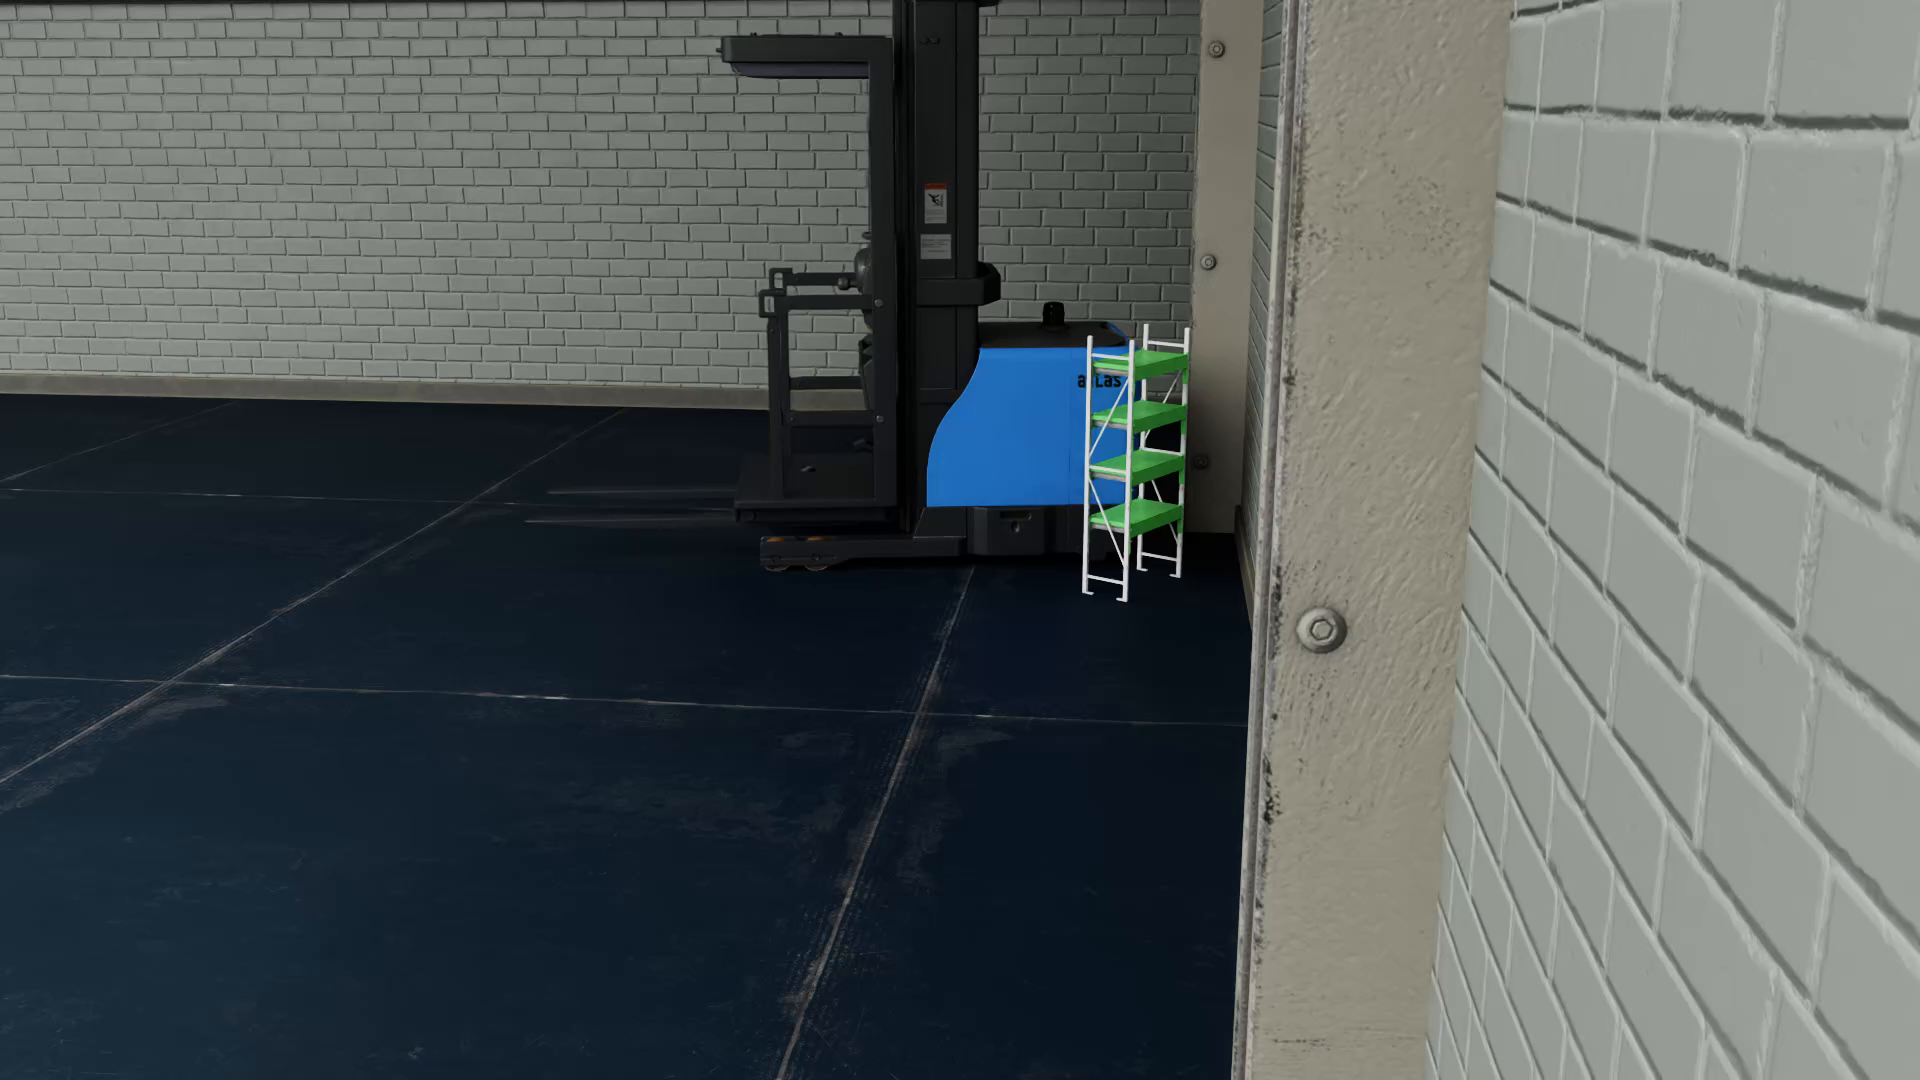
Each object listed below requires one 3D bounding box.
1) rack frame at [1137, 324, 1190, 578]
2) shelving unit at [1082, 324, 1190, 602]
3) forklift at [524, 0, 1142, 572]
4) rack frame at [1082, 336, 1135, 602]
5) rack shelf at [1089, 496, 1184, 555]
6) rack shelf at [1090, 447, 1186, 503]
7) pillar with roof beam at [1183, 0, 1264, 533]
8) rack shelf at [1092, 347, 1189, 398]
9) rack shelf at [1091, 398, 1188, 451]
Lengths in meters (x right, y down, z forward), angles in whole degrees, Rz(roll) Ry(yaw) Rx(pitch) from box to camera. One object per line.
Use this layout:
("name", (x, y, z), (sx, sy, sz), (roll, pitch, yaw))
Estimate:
("rack frame", (0.965, -0.418, 7.910), (0.240, 1.200, 0.015), (11, 19, 36))
("shelving unit", (0.818, -0.367, 7.722), (0.258, 1.200, 0.503), (11, 19, 36))
("forklift", (-0.644, -1.401, 8.229), (3.031, 2.935, 1.130), (-1, 15, -3))
("rack frame", (0.671, -0.316, 7.534), (0.240, 1.200, 0.015), (11, 19, 36))
("rack shelf", (0.818, -0.074, 7.801), (0.258, 0.148, 0.480), (11, 19, 36))
("rack shelf", (0.818, -0.306, 7.738), (0.258, 0.148, 0.480), (11, 19, 36))
("pillar with roof beam", (-2.920, -4.563, 8.296), (9.100, 9.000, 0.400), (2, 15, 6))
("rack shelf", (0.818, -0.769, 7.613), (0.258, 0.148, 0.480), (11, 19, 36))
("rack shelf", (0.818, -0.537, 7.676), (0.258, 0.148, 0.480), (11, 19, 36))
